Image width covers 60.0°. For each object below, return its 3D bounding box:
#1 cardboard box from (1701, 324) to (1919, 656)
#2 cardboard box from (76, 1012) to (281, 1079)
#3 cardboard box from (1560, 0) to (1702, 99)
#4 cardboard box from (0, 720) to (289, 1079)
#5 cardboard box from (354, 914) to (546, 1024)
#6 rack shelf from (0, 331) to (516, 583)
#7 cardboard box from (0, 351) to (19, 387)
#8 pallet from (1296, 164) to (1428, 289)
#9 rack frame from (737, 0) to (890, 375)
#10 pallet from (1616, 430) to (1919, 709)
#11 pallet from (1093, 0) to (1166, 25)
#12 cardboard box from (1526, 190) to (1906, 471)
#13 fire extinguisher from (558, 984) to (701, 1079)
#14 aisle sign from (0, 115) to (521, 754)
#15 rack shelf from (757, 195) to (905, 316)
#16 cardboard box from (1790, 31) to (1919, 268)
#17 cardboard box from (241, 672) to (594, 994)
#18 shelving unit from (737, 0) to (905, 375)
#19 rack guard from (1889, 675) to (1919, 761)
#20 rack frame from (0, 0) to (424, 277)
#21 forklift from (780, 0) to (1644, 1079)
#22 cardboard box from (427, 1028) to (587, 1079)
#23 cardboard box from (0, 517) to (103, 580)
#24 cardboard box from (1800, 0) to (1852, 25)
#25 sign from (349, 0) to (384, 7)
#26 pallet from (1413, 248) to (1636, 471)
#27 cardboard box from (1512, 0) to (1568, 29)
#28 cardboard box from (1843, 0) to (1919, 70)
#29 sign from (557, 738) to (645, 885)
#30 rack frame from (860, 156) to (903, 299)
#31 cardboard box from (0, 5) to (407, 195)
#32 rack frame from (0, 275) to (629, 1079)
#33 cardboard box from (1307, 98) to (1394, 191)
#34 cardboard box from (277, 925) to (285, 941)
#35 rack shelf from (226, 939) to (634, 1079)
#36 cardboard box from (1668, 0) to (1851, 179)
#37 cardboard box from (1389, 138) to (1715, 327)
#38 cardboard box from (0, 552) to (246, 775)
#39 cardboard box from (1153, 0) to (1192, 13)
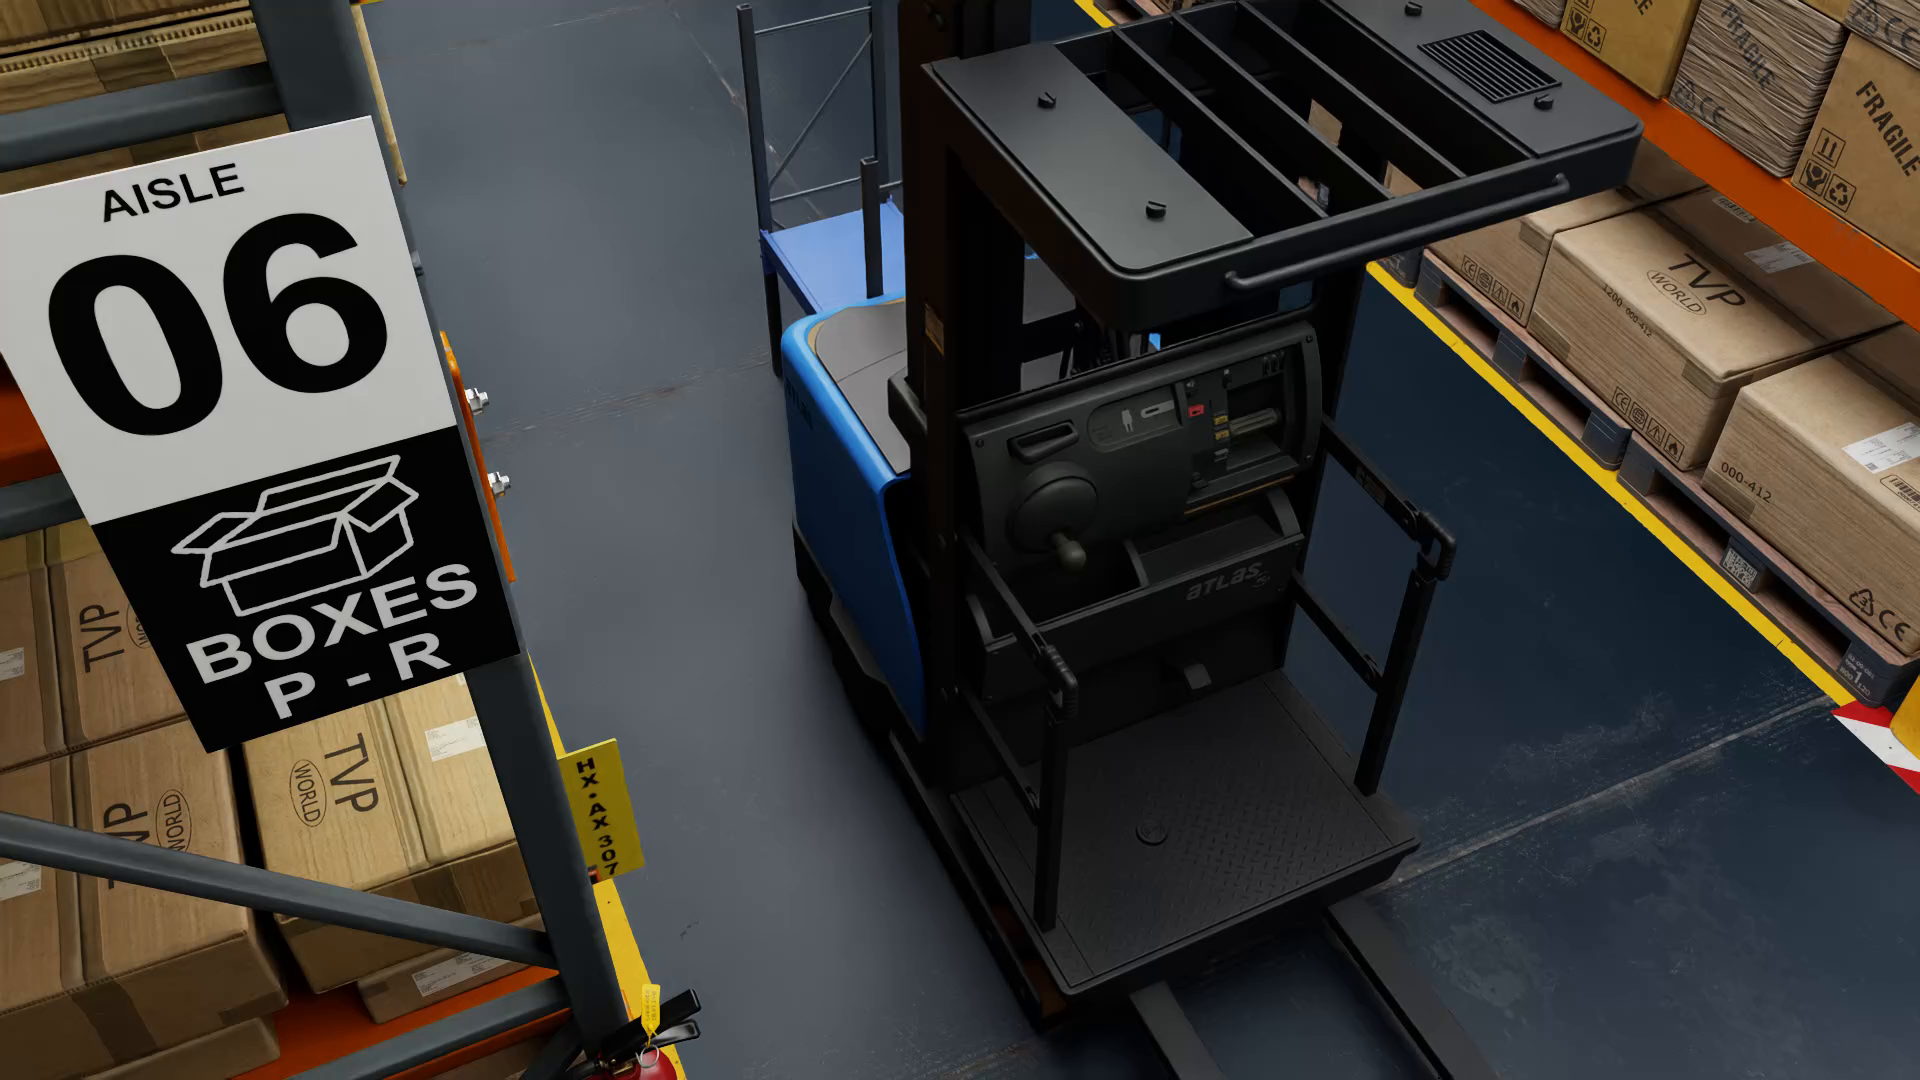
[{"bbox_3d":[3.085,-0.203,5.345,0.875,0.438,0.875,-20,48,-19],"label":"cardboard box"},{"bbox_3d":[-1.431,0.851,2.931,0.380,0.149,0.250,-19,48,-18],"label":"cardboard box"},{"bbox_3d":[2.359,-1.814,5.381,0.500,0.500,0.500,-17,47,-16],"label":"cardboard box"},{"bbox_3d":[-1.483,0.626,2.874,0.500,0.250,0.500,-17,47,-16],"label":"cardboard box"},{"bbox_3d":[-0.938,0.693,3.091,0.380,0.149,0.250,-18,48,-18],"label":"cardboard box"},{"bbox_3d":[-1.889,-1.192,3.199,1.077,0.370,4.000,-18,47,-17],"label":"rack shelf"},{"bbox_3d":[-0.971,-0.356,2.019,0.380,0.149,0.250,-17,47,-17],"label":"cardboard box"},{"bbox_3d":[2.021,-1.623,7.245,1.003,0.211,1.213,-18,47,-17],"label":"pallet"},{"bbox_3d":[-0.488,-1.254,5.953,0.500,1.500,0.032,-19,48,-18],"label":"rack frame"},{"bbox_3d":[3.047,-0.068,5.669,1.003,0.211,1.213,-18,47,-17],"label":"pallet"},{"bbox_3d":[1.379,-2.600,8.235,1.003,0.211,1.213,-18,47,-17],"label":"pallet"},{"bbox_3d":[2.693,-0.784,5.934,0.875,0.438,0.875,-17,47,-16],"label":"cardboard box"},{"bbox_3d":[-0.567,1.011,2.910,0.296,0.674,0.183,-18,47,-17],"label":"fire extinguisher"},{"bbox_3d":[-0.753,-0.075,1.839,0.394,0.787,0.004,-18,47,-17],"label":"aisle sign"},{"bbox_3d":[-0.270,-0.803,5.752,0.538,0.185,1.000,-19,48,-18],"label":"rack shelf"},{"bbox_3d":[2.813,-1.164,4.722,0.500,0.500,0.500,-19,48,-18],"label":"cardboard box"},{"bbox_3d":[-0.995,0.473,3.030,0.500,0.250,0.500,-18,47,-17],"label":"cardboard box"},{"bbox_3d":[-0.270,-0.931,5.626,0.538,1.500,1.048,-19,48,-18],"label":"shelving unit"},{"bbox_3d":[3.464,0.331,5.059,1.175,0.500,0.348,-18,47,-17],"label":"rack guard"},{"bbox_3d":[-1.048,-1.242,0.602,1.000,3.000,0.127,-18,47,-17],"label":"rack frame"},{"bbox_3d":[0.546,-0.127,3.792,1.130,2.935,3.031,-19,48,-18],"label":"forklift"},{"bbox_3d":[-1.219,1.215,3.861,0.797,0.503,0.637,-20,48,-19],"label":"cardboard box"},{"bbox_3d":[-1.902,-0.019,3.529,0.500,0.250,0.500,-17,47,-16],"label":"cardboard box"},{"bbox_3d":[2.584,-1.843,4.700,0.500,0.500,0.500,-18,47,-18],"label":"cardboard box"},{"bbox_3d":[-0.556,-0.645,1.511,0.100,0.325,0.005,-18,47,-17],"label":"sign"},{"bbox_3d":[2.537,-0.845,6.456,1.003,0.211,1.213,-18,47,-17],"label":"pallet"},{"bbox_3d":[2.143,-2.142,5.714,0.500,0.500,0.500,-18,47,-17],"label":"cardboard box"},{"bbox_3d":[2.789,-1.527,4.379,0.500,0.500,0.500,-18,47,-17],"label":"cardboard box"},{"bbox_3d":[-0.556,0.425,2.567,0.100,0.325,0.005,-18,47,-17],"label":"sign"},{"bbox_3d":[-0.051,-0.609,5.299,0.500,1.500,0.032,-19,48,-18],"label":"rack frame"},{"bbox_3d":[-0.987,-0.590,1.972,0.500,0.250,0.500,-19,48,-18],"label":"cardboard box"},{"bbox_3d":[-1.048,0.894,2.709,1.000,3.000,0.127,-18,47,-17],"label":"rack frame"},{"bbox_3d":[1.938,-1.929,7.095,0.875,0.438,0.875,-19,48,-18],"label":"cardboard box"},{"bbox_3d":[-1.482,0.671,3.113,0.380,0.149,0.250,-17,47,-16],"label":"cardboard box"},{"bbox_3d":[-1.889,-0.125,4.253,1.077,0.370,4.000,-18,47,-17],"label":"rack shelf"},{"bbox_3d":[2.588,-1.489,5.052,0.500,0.500,0.500,-17,47,-16],"label":"cardboard box"},{"bbox_3d":[2.315,-1.359,6.517,0.875,0.438,0.875,-19,48,-19],"label":"cardboard box"},{"bbox_3d":[-1.698,0.298,3.208,0.500,0.250,0.500,-18,47,-17],"label":"cardboard box"},{"bbox_3d":[1.439,-2.888,7.755,0.875,0.875,0.875,-17,47,-16],"label":"cardboard box"}]
